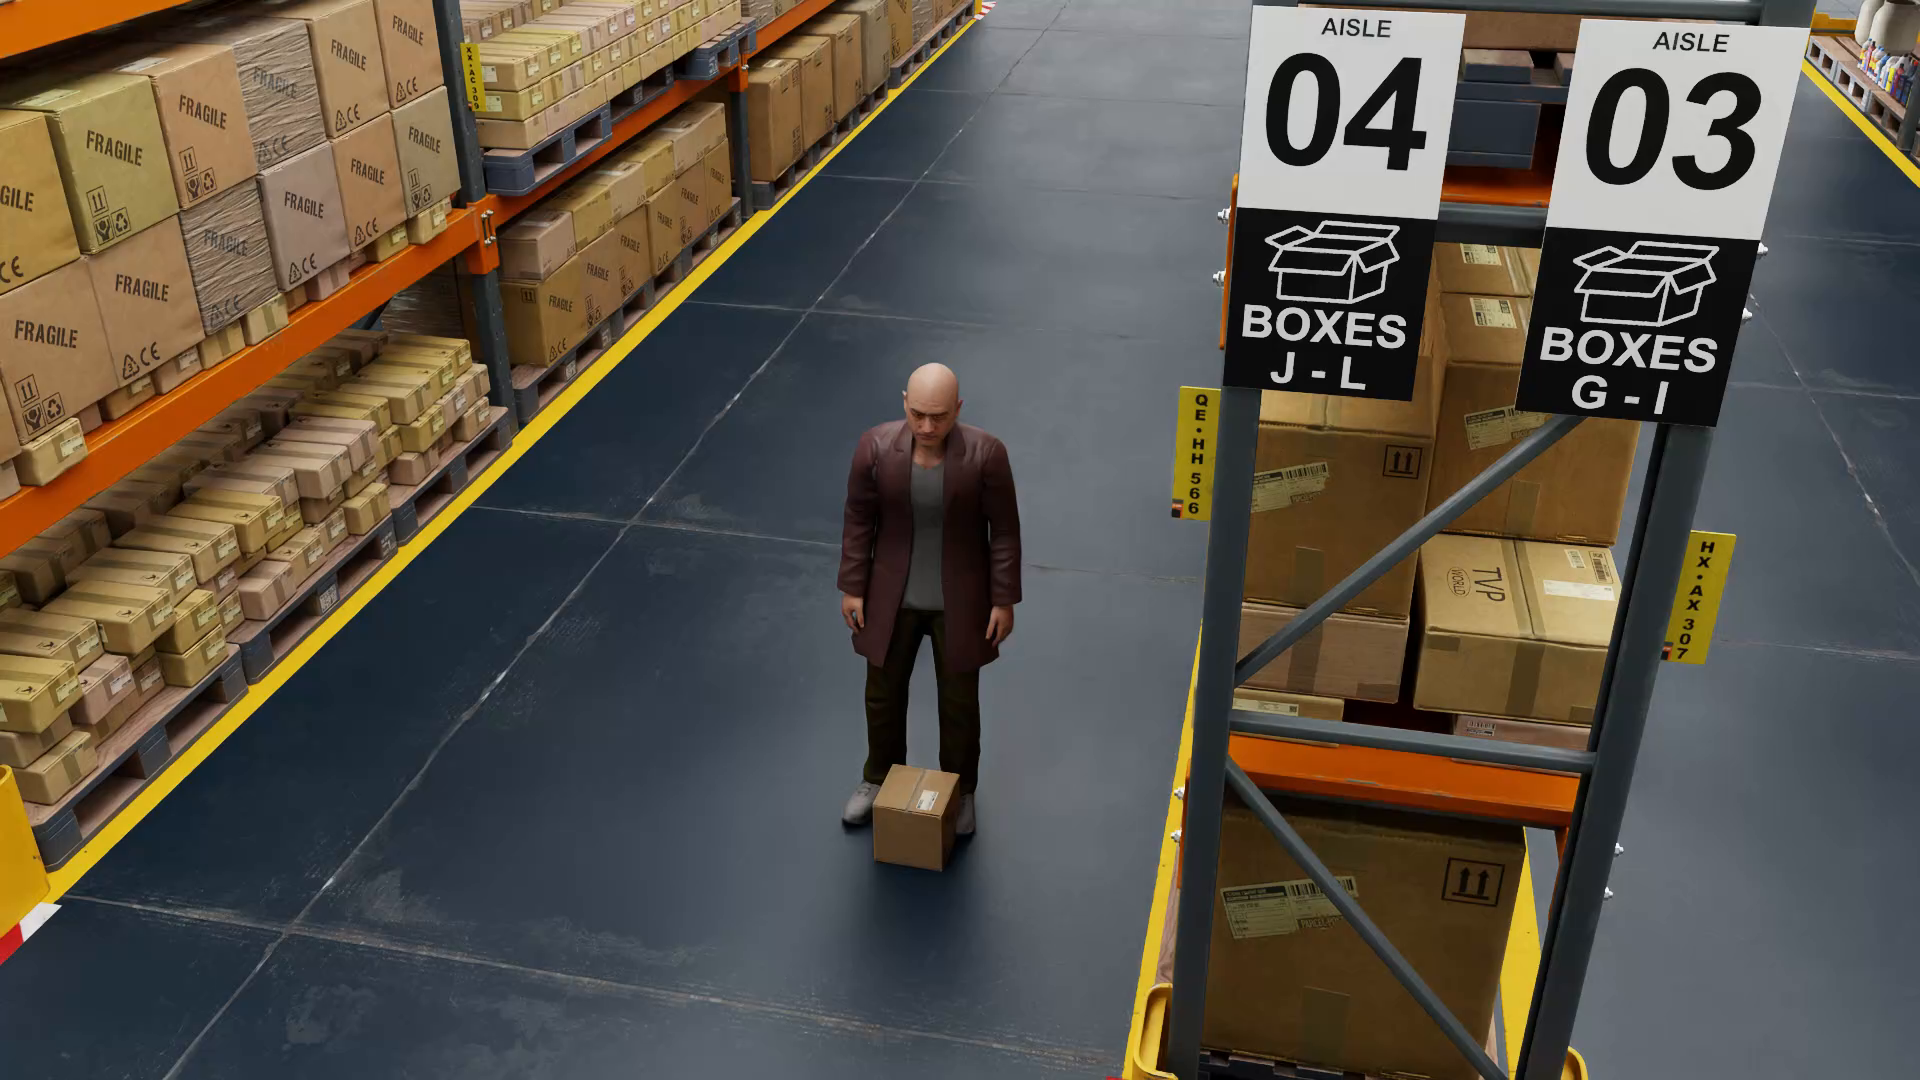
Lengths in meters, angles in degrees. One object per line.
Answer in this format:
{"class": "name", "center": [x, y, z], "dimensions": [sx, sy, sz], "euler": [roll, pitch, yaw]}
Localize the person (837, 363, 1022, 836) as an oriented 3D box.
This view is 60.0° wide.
{"class": "person", "center": [-0.107, 0.201, 5.769], "dimensions": [0.648, 1.772, 0.433], "euler": [4, 29, 8]}
